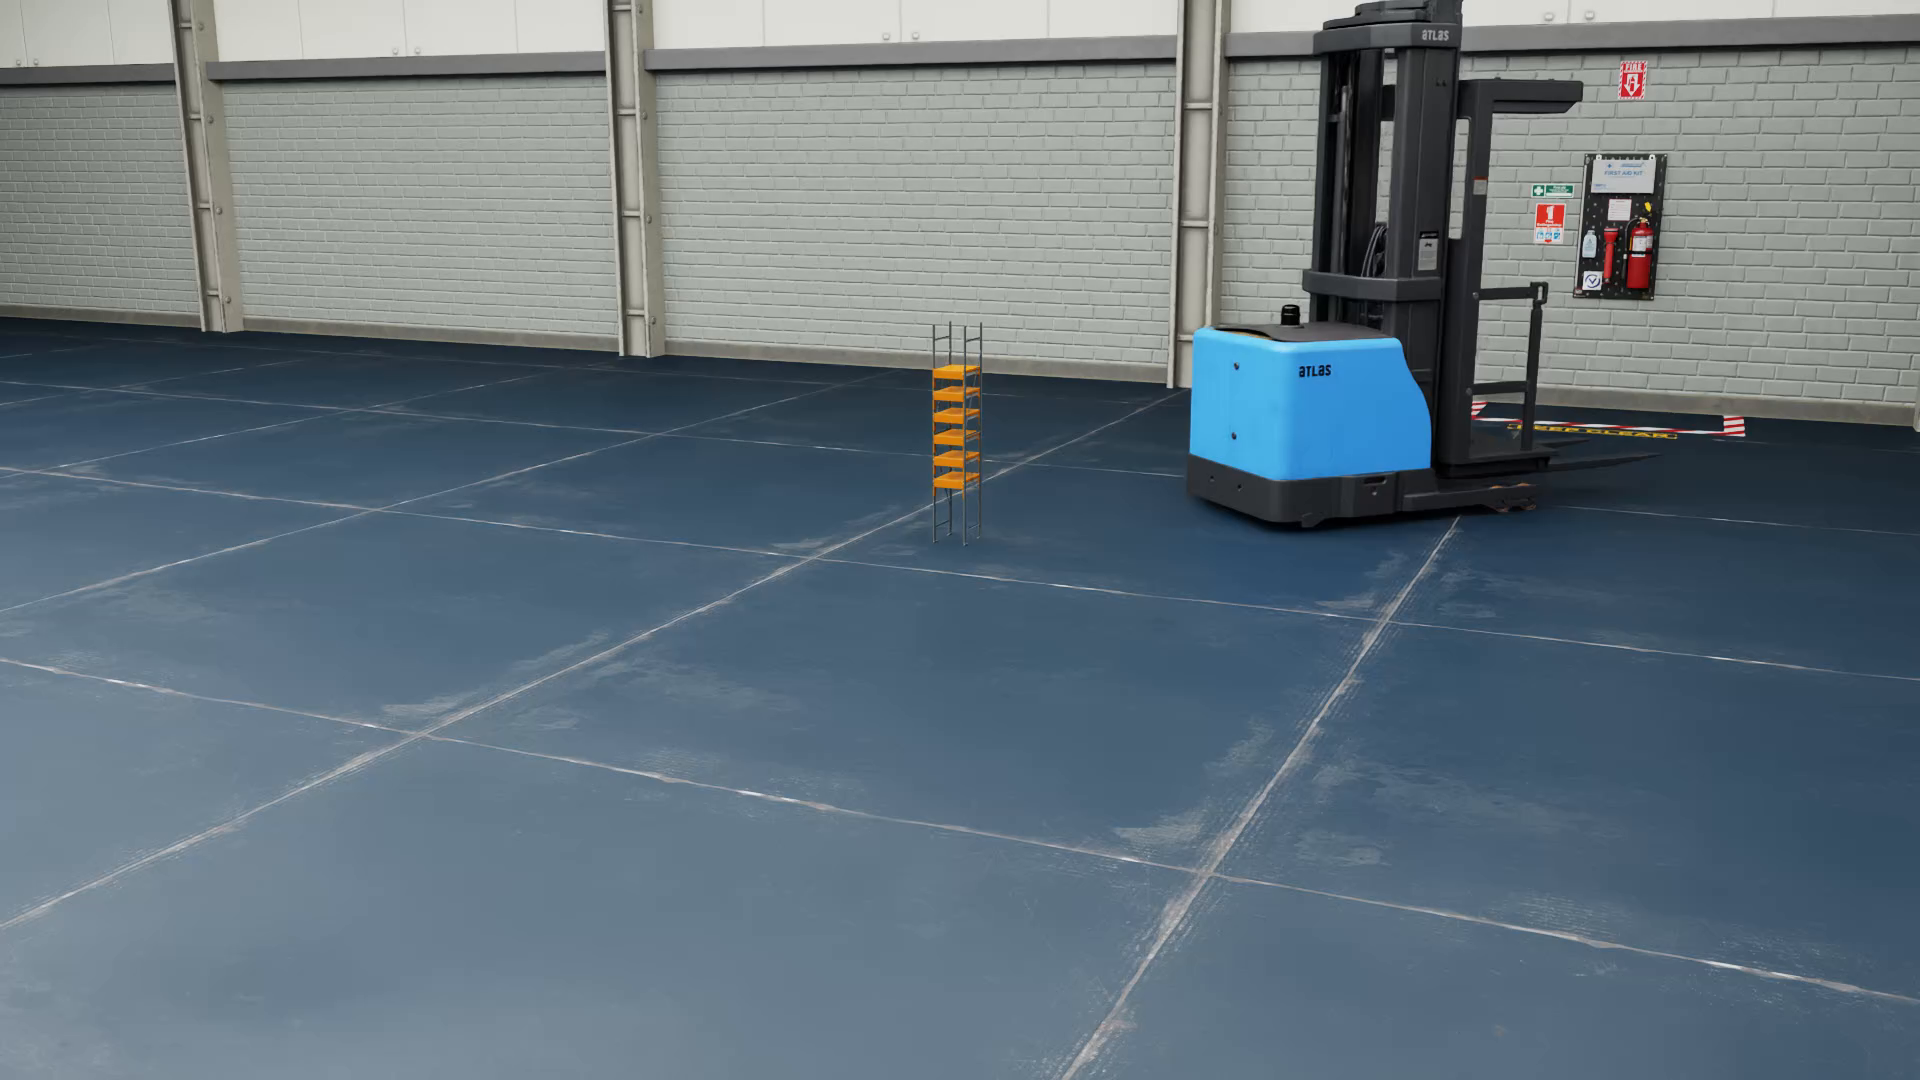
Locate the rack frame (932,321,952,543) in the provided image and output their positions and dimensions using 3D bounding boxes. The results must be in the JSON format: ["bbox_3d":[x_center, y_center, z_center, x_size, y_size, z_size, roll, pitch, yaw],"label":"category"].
[{"bbox_3d":[-0.097,-0.594,9.160,0.006,1.200,0.240,6,14,23],"label":"rack frame"}]

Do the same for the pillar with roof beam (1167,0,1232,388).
[{"bbox_3d":[0.386,-4.886,10.377,0.400,9.000,9.100,6,14,23],"label":"pillar with roof beam"}]

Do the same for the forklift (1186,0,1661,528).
[{"bbox_3d":[2.953,-1.692,10.048,3.031,2.935,1.130,-6,14,-22],"label":"forklift"}]

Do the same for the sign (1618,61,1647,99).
[{"bbox_3d":[5.405,-3.696,13.364,0.199,0.298,0.001,6,14,23],"label":"sign"}]

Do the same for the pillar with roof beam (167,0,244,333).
[{"bbox_3d":[-10.586,-5.996,15.109,0.400,9.000,9.100,6,14,23],"label":"pillar with roof beam"}]

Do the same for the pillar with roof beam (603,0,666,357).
[{"bbox_3d":[-5.100,-5.441,12.743,0.400,9.000,9.100,6,14,23],"label":"pillar with roof beam"}]

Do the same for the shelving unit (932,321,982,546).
[{"bbox_3d":[-0.013,-0.585,9.123,0.189,1.200,0.258,6,14,23],"label":"shelving unit"}]

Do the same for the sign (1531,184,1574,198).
[{"bbox_3d":[4.908,-2.891,13.772,0.331,0.109,0.001,6,14,23],"label":"sign"}]

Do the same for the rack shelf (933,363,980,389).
[{"bbox_3d":[-0.013,-0.893,9.051,0.180,0.103,0.258,6,14,23],"label":"rack shelf"}]

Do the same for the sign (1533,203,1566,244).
[{"bbox_3d":[4.908,-2.636,13.842,0.234,0.329,0.001,6,14,23],"label":"sign"}]

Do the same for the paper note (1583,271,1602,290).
[{"bbox_3d":[5.238,-2.147,13.769,0.142,0.148,0.016,6,14,23],"label":"paper note"}]

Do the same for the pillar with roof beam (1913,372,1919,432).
[{"bbox_3d":[5.872,-4.330,8.011,0.400,9.000,9.100,6,14,23],"label":"pillar with roof beam"}]

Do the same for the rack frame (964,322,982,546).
[{"bbox_3d":[0.070,-0.577,9.087,0.006,1.200,0.240,6,14,23],"label":"rack frame"}]

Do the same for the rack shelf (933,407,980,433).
[{"bbox_3d":[-0.013,-0.659,9.106,0.180,0.103,0.258,6,14,23],"label":"rack shelf"}]

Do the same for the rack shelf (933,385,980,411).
[{"bbox_3d":[-0.013,-0.776,9.079,0.180,0.103,0.258,6,14,23],"label":"rack shelf"}]

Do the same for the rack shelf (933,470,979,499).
[{"bbox_3d":[-0.013,-0.309,9.188,0.180,0.103,0.258,6,14,23],"label":"rack shelf"}]

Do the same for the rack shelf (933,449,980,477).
[{"bbox_3d":[-0.013,-0.425,9.161,0.180,0.103,0.258,6,14,23],"label":"rack shelf"}]

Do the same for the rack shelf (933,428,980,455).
[{"bbox_3d":[-0.013,-0.542,9.134,0.180,0.103,0.258,6,14,23],"label":"rack shelf"}]

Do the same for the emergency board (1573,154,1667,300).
[{"bbox_3d":[5.372,-2.545,13.537,0.643,1.169,0.194,6,14,23],"label":"emergency board"}]
